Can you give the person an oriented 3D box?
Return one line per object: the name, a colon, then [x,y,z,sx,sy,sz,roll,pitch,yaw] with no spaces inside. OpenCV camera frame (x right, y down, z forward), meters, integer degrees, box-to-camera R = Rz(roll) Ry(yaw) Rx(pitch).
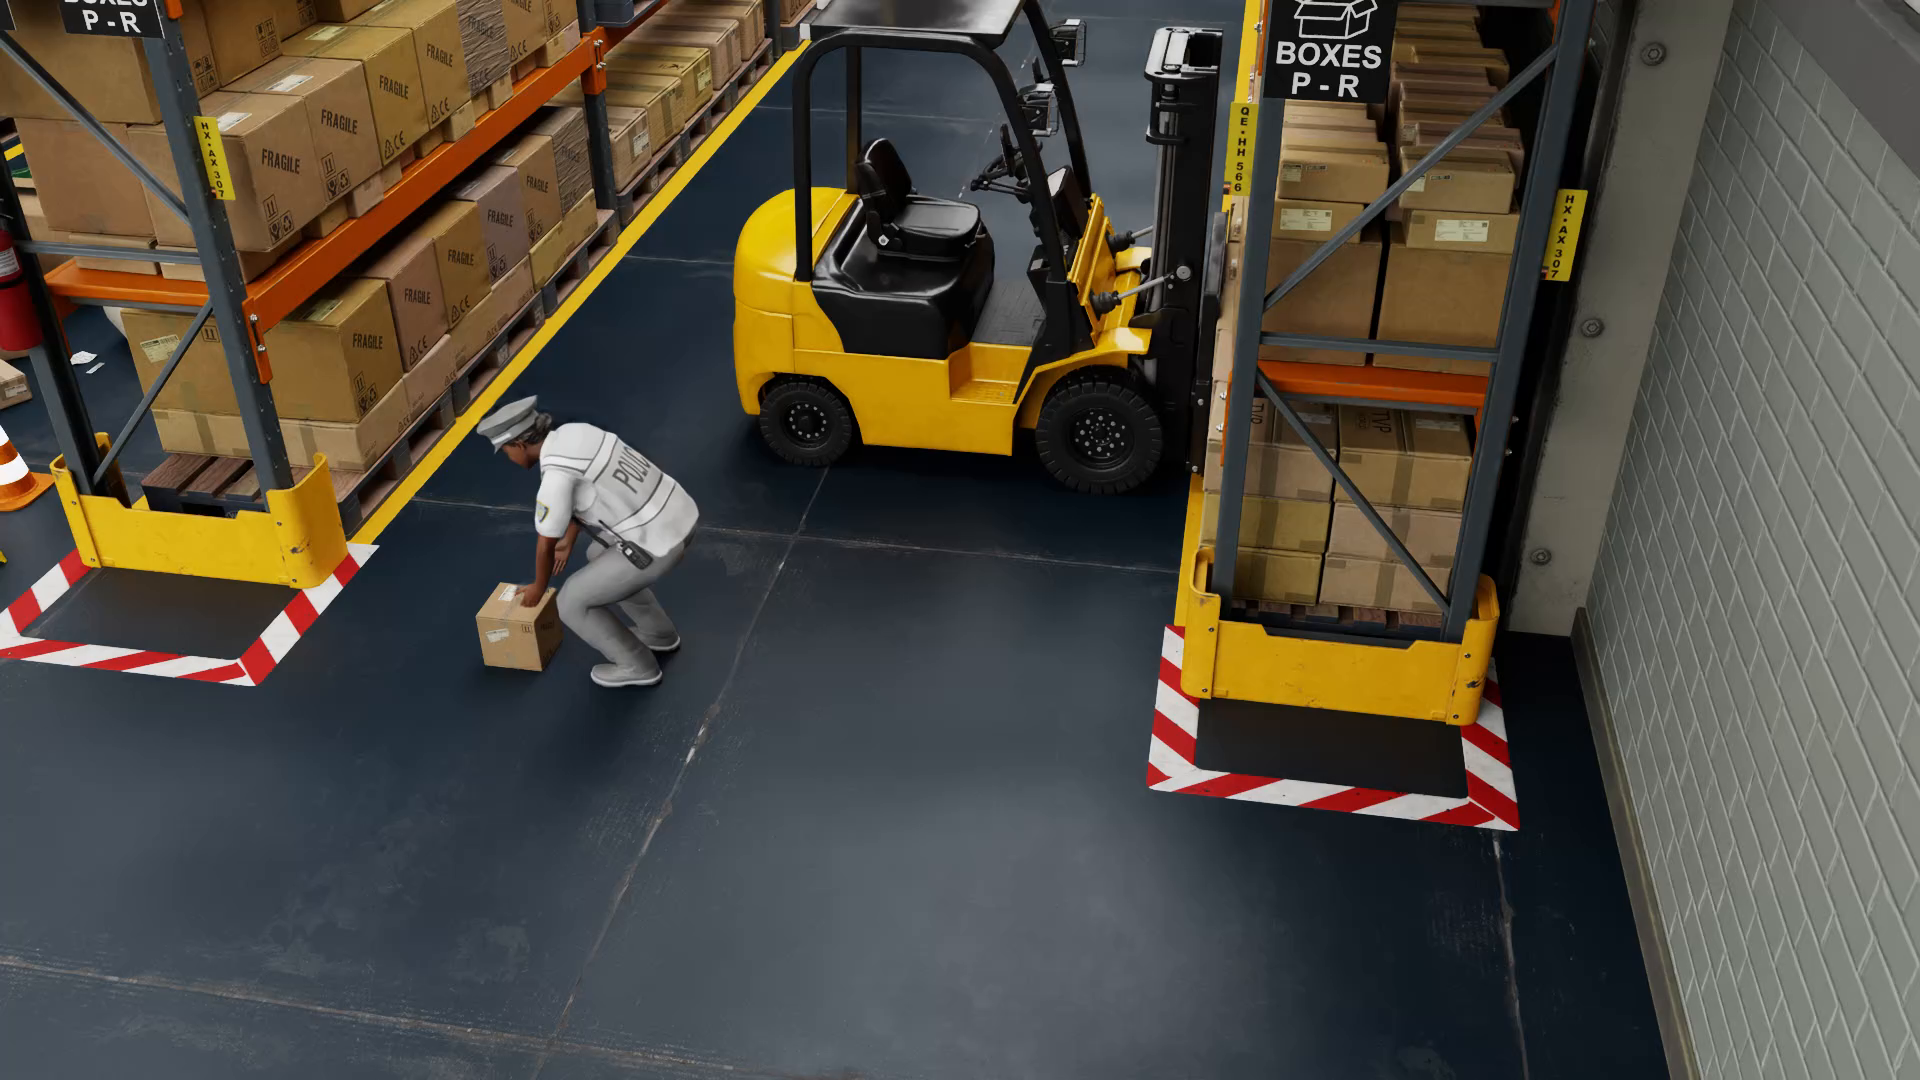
person: [-1.432,0.008,6.546,0.792,1.218,0.501,5,33,8]
